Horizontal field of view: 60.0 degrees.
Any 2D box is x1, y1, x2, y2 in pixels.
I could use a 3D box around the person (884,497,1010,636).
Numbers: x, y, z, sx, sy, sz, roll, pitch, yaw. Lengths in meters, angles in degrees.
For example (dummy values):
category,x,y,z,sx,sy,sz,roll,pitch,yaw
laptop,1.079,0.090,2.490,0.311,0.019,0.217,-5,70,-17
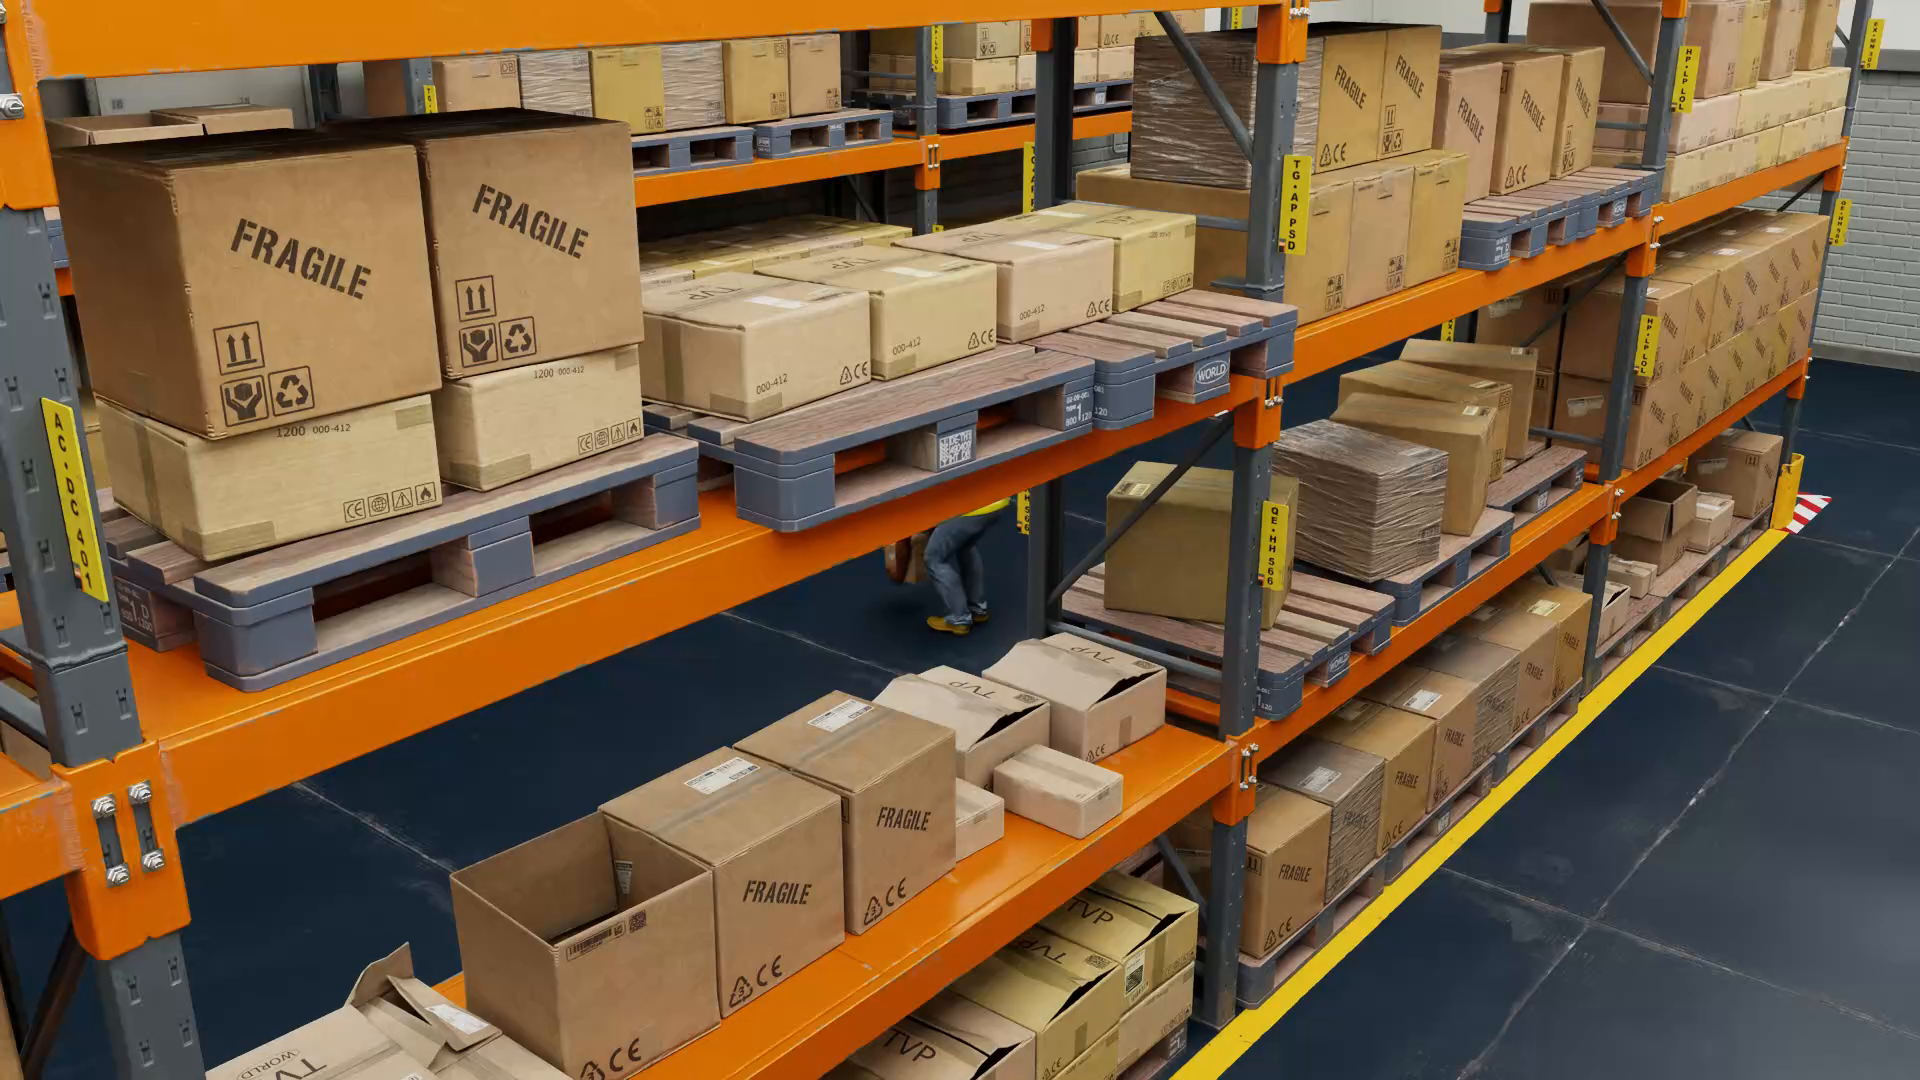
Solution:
category,x,y,z,sx,sy,sz,roll,pitch,yaw
person,-0.157,-0.011,10.571,0.982,1.075,0.479,14,25,34
